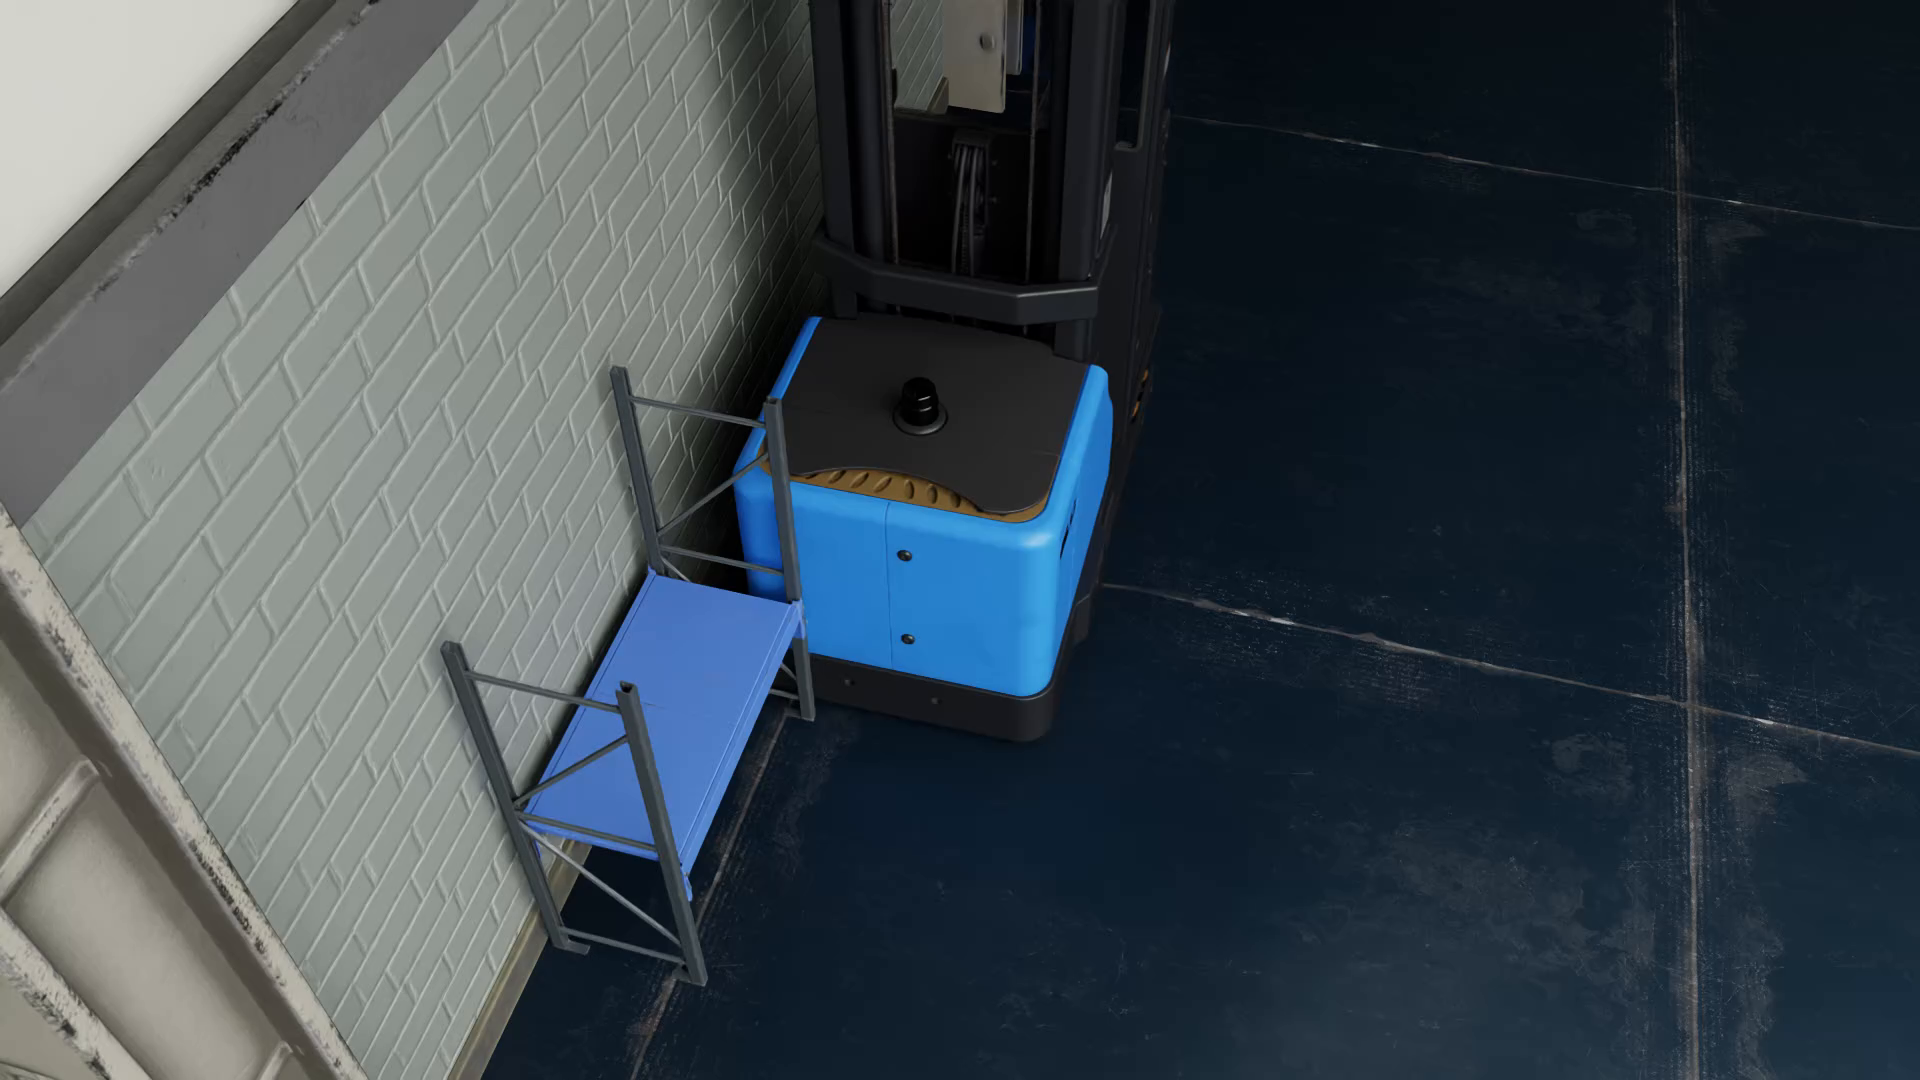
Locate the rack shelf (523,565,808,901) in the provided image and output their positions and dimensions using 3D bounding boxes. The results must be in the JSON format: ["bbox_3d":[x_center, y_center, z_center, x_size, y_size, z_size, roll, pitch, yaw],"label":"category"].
[{"bbox_3d":[-0.876,0.552,5.002,0.538,0.185,1.000,12,50,10],"label":"rack shelf"}]

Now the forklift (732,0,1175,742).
[{"bbox_3d":[0.159,-1.427,5.554,1.130,2.935,3.031,11,50,10],"label":"forklift"}]

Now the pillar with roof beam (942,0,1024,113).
[{"bbox_3d":[4.264,-4.379,4.113,9.100,9.000,0.400,12,50,10],"label":"pillar with roof beam"}]

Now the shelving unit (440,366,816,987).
[{"bbox_3d":[-0.876,0.433,4.867,0.538,1.500,1.048,12,50,10],"label":"shelving unit"}]

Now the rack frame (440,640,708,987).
[{"bbox_3d":[-1.012,0.800,4.543,0.500,1.500,0.032,12,50,10],"label":"rack frame"}]

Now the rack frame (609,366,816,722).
[{"bbox_3d":[-0.740,0.066,5.191,0.500,1.500,0.032,12,50,10],"label":"rack frame"}]
